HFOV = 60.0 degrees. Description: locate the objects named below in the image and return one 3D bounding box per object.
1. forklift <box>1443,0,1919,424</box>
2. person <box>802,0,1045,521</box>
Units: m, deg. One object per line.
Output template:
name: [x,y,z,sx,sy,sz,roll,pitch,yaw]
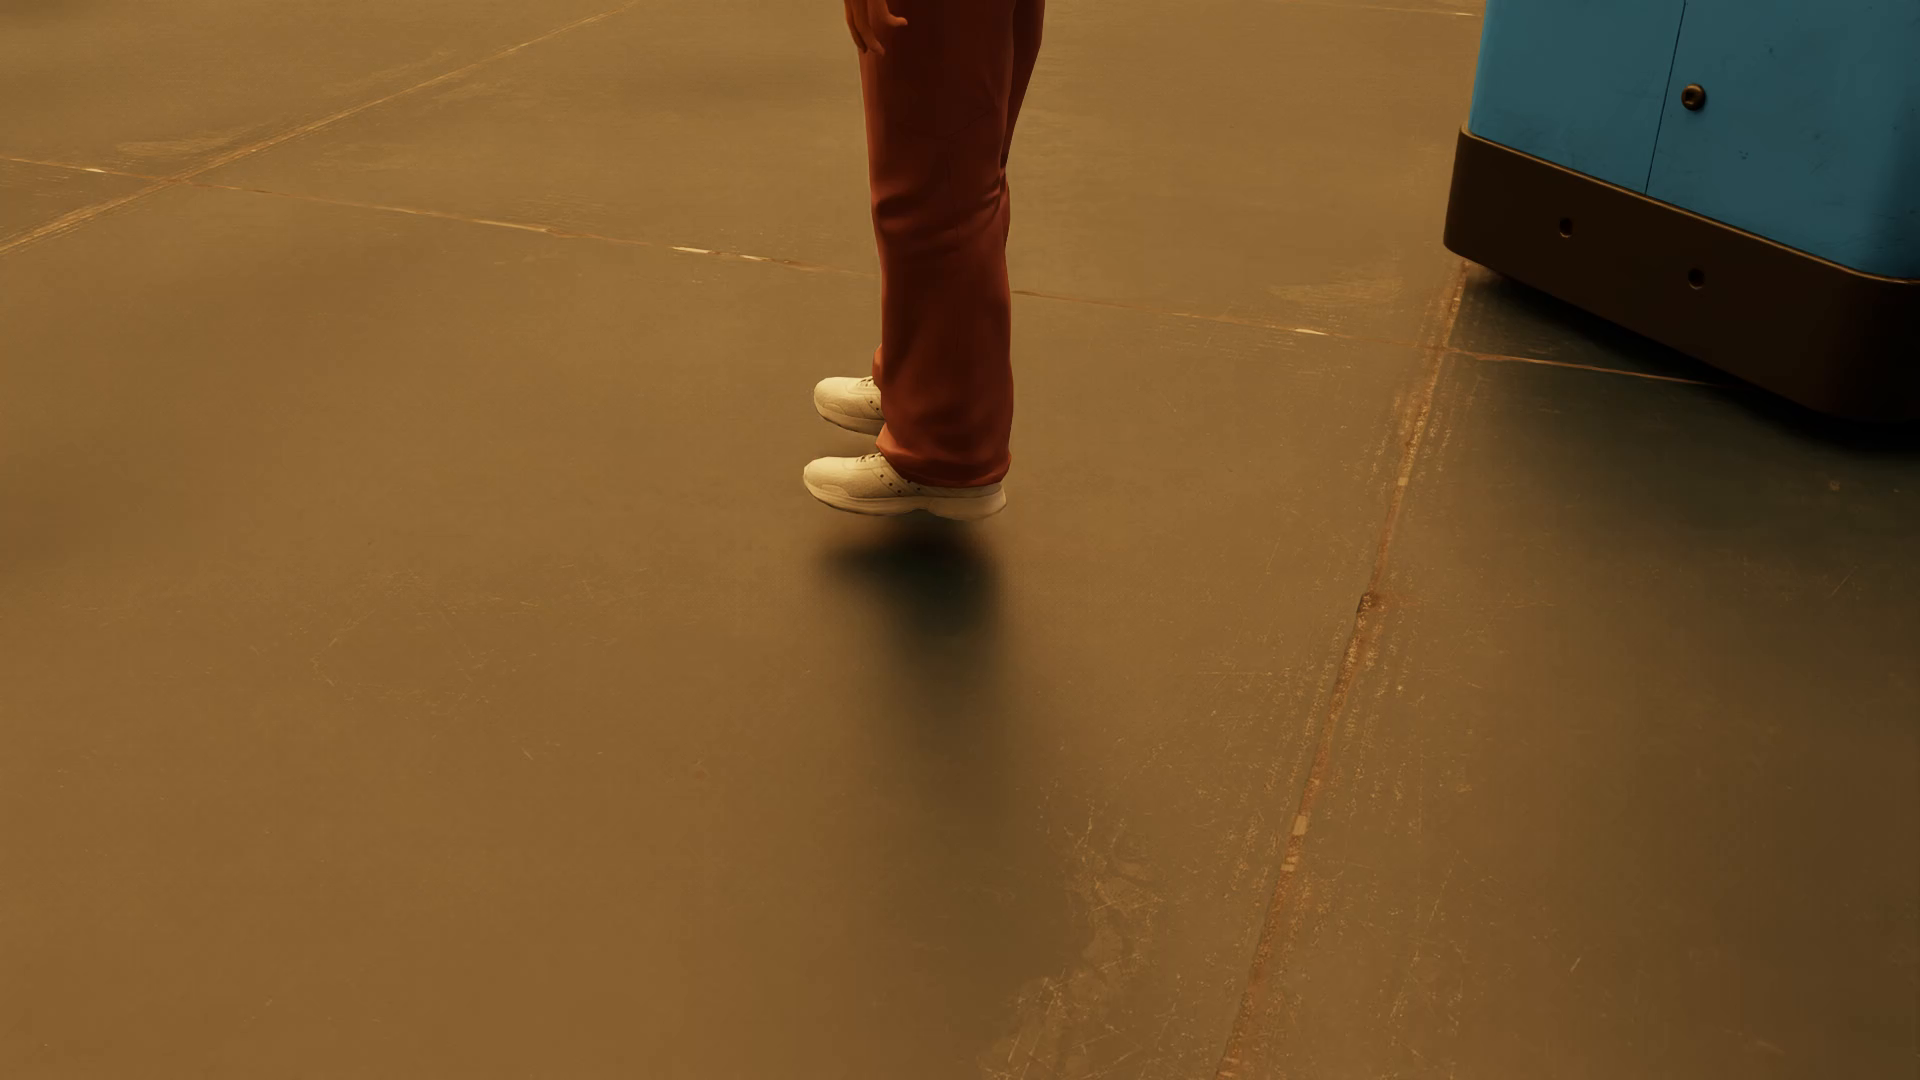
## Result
forklift: [2.544,-1.957,2.980,3.031,2.935,1.130,-14,33,-24]
person: [-0.065,-0.789,2.095,0.548,1.674,0.552,10,31,18]
